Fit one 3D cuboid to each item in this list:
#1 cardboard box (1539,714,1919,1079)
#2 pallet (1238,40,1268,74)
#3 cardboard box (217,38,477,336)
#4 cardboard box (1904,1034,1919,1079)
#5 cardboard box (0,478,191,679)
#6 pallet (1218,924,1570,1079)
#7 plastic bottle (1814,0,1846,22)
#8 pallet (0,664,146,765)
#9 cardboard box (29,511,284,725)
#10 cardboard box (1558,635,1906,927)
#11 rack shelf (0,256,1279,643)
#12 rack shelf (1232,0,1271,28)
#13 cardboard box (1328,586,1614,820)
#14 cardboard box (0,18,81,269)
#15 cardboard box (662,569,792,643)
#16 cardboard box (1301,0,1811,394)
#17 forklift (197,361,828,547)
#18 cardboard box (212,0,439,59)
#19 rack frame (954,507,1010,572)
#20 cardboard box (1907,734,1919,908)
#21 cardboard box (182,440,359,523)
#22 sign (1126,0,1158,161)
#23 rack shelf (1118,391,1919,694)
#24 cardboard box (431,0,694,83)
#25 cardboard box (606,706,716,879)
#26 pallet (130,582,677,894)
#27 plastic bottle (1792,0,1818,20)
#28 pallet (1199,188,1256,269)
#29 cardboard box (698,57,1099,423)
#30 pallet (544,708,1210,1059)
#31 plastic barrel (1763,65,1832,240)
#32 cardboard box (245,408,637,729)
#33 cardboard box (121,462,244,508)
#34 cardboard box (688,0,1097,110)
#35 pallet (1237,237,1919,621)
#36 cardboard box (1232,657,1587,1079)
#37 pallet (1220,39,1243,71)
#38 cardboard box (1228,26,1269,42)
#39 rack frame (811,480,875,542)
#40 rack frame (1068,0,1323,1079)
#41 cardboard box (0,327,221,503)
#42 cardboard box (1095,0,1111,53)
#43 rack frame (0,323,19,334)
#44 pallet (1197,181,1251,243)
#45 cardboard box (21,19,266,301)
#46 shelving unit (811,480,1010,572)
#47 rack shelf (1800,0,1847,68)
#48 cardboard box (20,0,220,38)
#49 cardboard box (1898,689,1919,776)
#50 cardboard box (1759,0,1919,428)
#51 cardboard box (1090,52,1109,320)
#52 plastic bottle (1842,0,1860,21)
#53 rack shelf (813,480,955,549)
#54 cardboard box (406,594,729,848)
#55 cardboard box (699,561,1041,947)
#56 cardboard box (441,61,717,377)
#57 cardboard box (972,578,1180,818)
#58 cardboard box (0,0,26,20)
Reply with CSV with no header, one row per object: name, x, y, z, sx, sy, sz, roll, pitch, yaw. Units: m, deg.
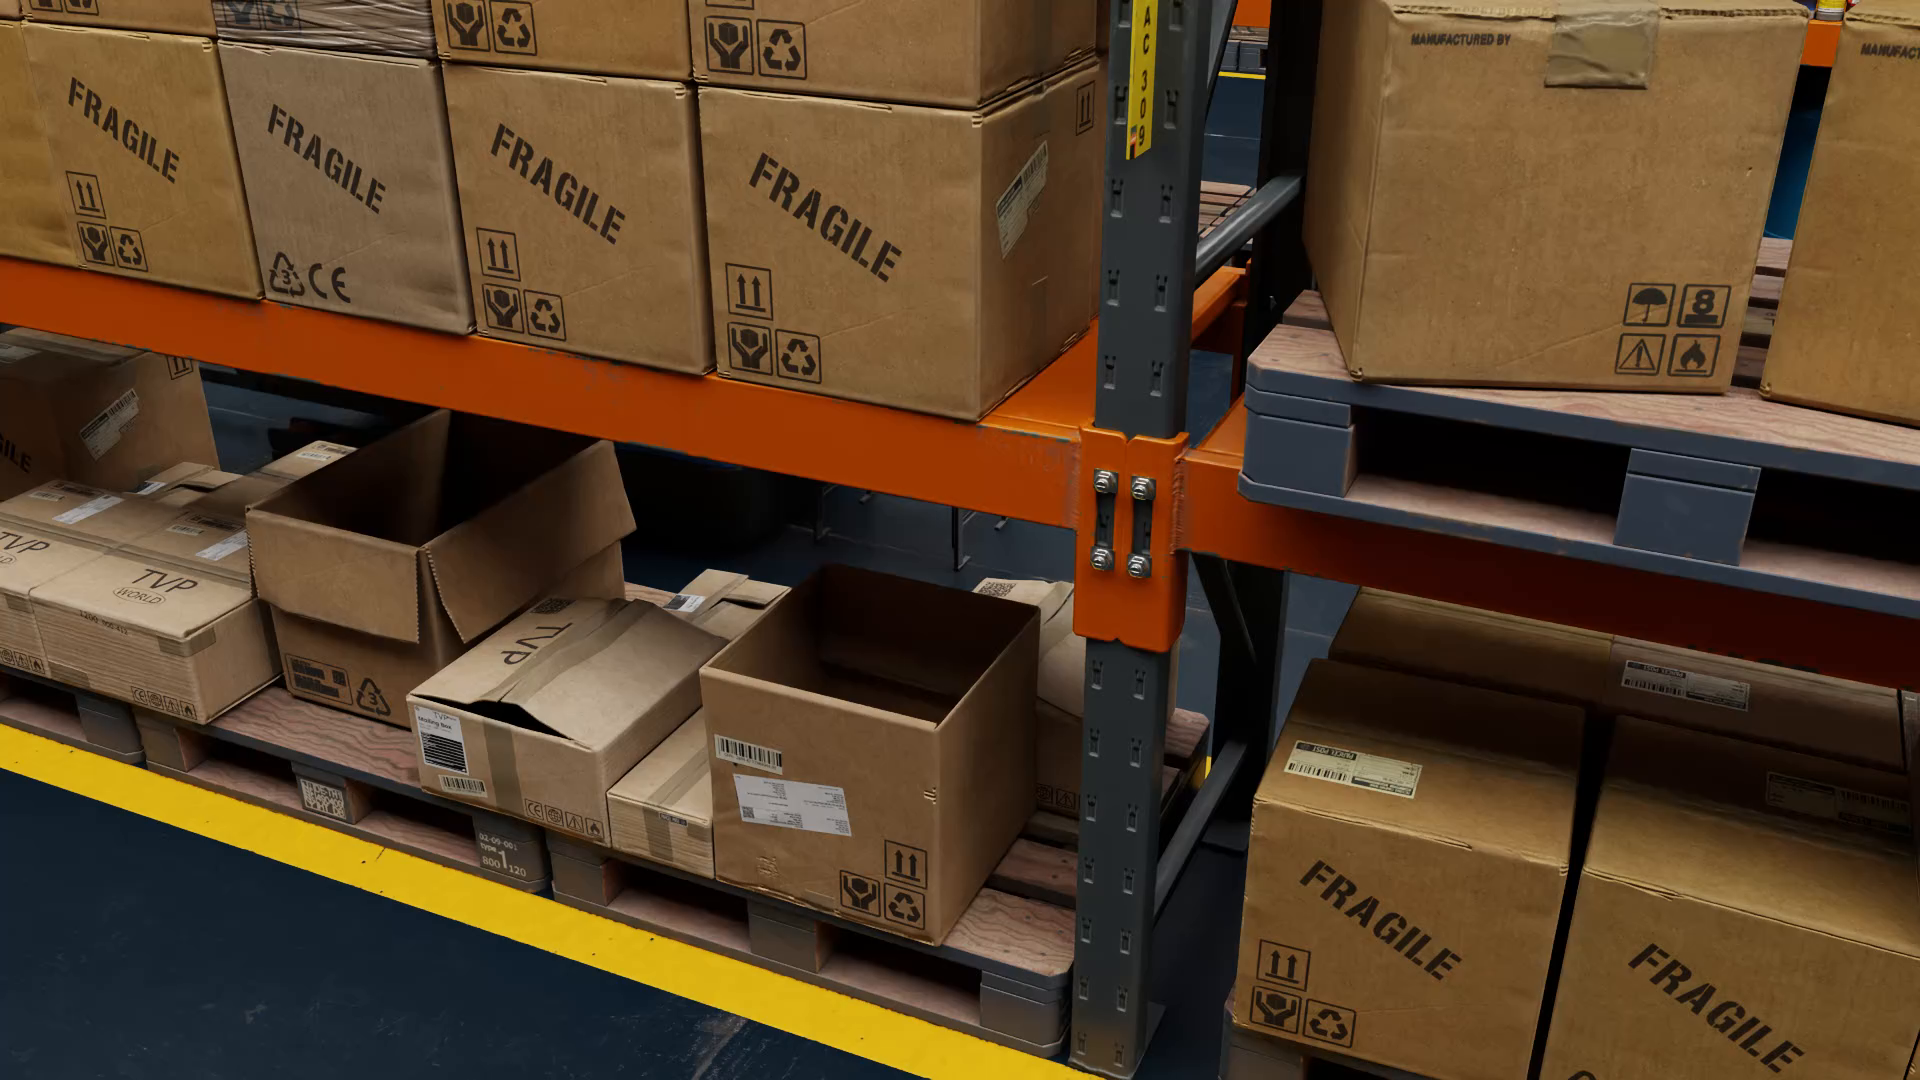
cardboard box,1.301,0.680,2.805,0.500,0.500,0.500,12,29,23
pallet,2.801,-3.648,12.420,1.213,0.211,1.003,11,28,22
cardboard box,-1.028,-0.743,3.251,0.500,0.500,0.500,12,29,23
cardboard box,1.753,0.774,2.613,0.500,0.500,0.500,12,29,22
cardboard box,-2.337,0.086,4.294,0.500,0.250,0.500,11,28,22
pallet,1.227,0.861,3.262,1.213,0.211,1.003,11,28,22
plastic bottle,3.305,-2.071,6.285,0.097,0.201,0.097,0,26,0
pallet,-2.375,0.156,4.695,1.213,0.211,1.003,11,28,22
cardboard box,-1.882,0.178,4.108,0.500,0.250,0.500,11,28,22
cardboard box,1.486,0.469,3.233,0.500,0.500,0.500,11,28,22
rack shelf,-1.349,-0.566,3.819,4.000,0.370,1.077,11,28,22
rack shelf,0.705,-2.557,7.863,4.000,0.370,1.077,11,28,22
cardboard box,1.039,0.376,3.423,0.500,0.500,0.500,11,28,22
cardboard box,-1.948,-0.927,3.625,0.500,0.500,0.500,11,28,22
cardboard box,-0.613,0.232,4.092,0.250,0.166,0.380,11,28,22
cardboard box,0.810,-0.580,2.444,0.500,0.500,0.700,2,26,4
forklift,-1.810,-1.716,5.417,3.031,2.935,1.130,11,28,22
cardboard box,-1.022,-1.190,3.026,0.500,0.500,0.500,12,28,22
rack frame,0.071,-0.928,4.757,0.015,2.100,0.400,11,28,22
cardboard box,1.721,0.433,2.457,0.500,0.250,0.500,11,28,22
cardboard box,-1.721,-0.032,4.535,0.500,0.250,0.500,11,28,22
sign,0.254,-0.692,2.280,0.005,0.325,0.100,11,28,22
rack shelf,2.292,0.165,2.333,4.000,0.370,1.077,11,28,22
cardboard box,-0.564,-1.098,2.839,0.500,0.500,0.500,11,28,21
cardboard box,-0.531,0.524,3.520,0.250,0.149,0.380,11,28,22
pallet,-1.268,0.379,4.241,1.213,0.211,1.003,11,28,22
plastic bottle,3.216,-2.120,6.305,0.097,0.271,0.097,0,26,0
pallet,1.840,-1.382,7.819,1.213,0.211,1.003,11,28,22
cardboard box,-0.090,-0.557,2.871,0.500,0.500,0.500,12,29,23
pallet,-0.153,0.602,3.789,1.213,0.211,1.003,11,28,22
plastic barrel,3.658,-1.526,6.853,0.708,0.901,0.600,11,28,22
cardboard box,-1.241,0.058,4.065,0.637,0.503,0.797,11,28,22
cardboard box,-2.242,-0.070,4.707,0.250,0.166,0.380,11,28,22
cardboard box,-0.096,-1.005,2.651,0.500,0.500,0.500,12,28,22
pallet,1.154,-0.247,2.574,1.213,0.211,1.003,11,28,22
cardboard box,0.811,0.587,2.994,0.500,0.500,0.500,10,28,19
pallet,1.694,-3.872,12.875,1.213,0.211,1.003,11,28,22
cardboard box,2.378,-4.221,12.358,0.875,0.875,0.875,11,28,22
rack frame,-0.373,-1.017,4.938,0.015,2.100,0.400,11,28,22
rack frame,0.471,-0.523,2.917,0.127,3.000,1.000,11,28,22
cardboard box,-2.573,-0.330,4.857,0.500,0.500,0.500,11,28,22
cardboard box,0.159,-1.216,3.079,0.500,0.500,0.500,12,29,23
rack frame,-3.170,-1.255,4.403,0.127,3.000,1.000,11,28,22
pallet,0.725,-1.605,8.270,1.213,0.211,1.003,11,28,22
cardboard box,-1.493,-0.835,3.438,0.500,0.500,0.500,12,29,22
shelving unit,-0.151,-0.972,4.848,0.503,2.100,0.431,11,28,22
rack shelf,4.346,-1.826,6.377,4.000,0.370,1.077,11,28,22
cardboard box,-1.480,-1.283,3.214,0.500,0.500,0.500,11,28,21
cardboard box,1.942,0.561,3.046,0.500,0.500,0.500,12,29,22
cardboard box,1.462,-0.480,2.240,0.500,0.500,0.700,16,31,30
cardboard box,0.120,-0.771,3.307,0.500,0.500,0.500,12,29,23
plastic bottle,3.393,-2.053,6.248,0.097,0.201,0.097,0,26,0
rack shelf,-0.151,-0.332,5.163,0.480,0.518,0.431,11,28,22
cardboard box,-0.847,0.358,3.672,0.500,0.311,0.500,11,28,22
cardboard box,-0.165,0.411,3.352,0.500,0.500,0.500,11,28,22
cardboard box,-0.560,-0.650,3.062,0.500,0.500,0.500,12,29,23
cardboard box,0.179,0.322,3.747,0.500,0.311,0.500,11,28,22
cardboard box,-1.943,-1.375,3.402,0.500,0.500,0.500,12,29,23
